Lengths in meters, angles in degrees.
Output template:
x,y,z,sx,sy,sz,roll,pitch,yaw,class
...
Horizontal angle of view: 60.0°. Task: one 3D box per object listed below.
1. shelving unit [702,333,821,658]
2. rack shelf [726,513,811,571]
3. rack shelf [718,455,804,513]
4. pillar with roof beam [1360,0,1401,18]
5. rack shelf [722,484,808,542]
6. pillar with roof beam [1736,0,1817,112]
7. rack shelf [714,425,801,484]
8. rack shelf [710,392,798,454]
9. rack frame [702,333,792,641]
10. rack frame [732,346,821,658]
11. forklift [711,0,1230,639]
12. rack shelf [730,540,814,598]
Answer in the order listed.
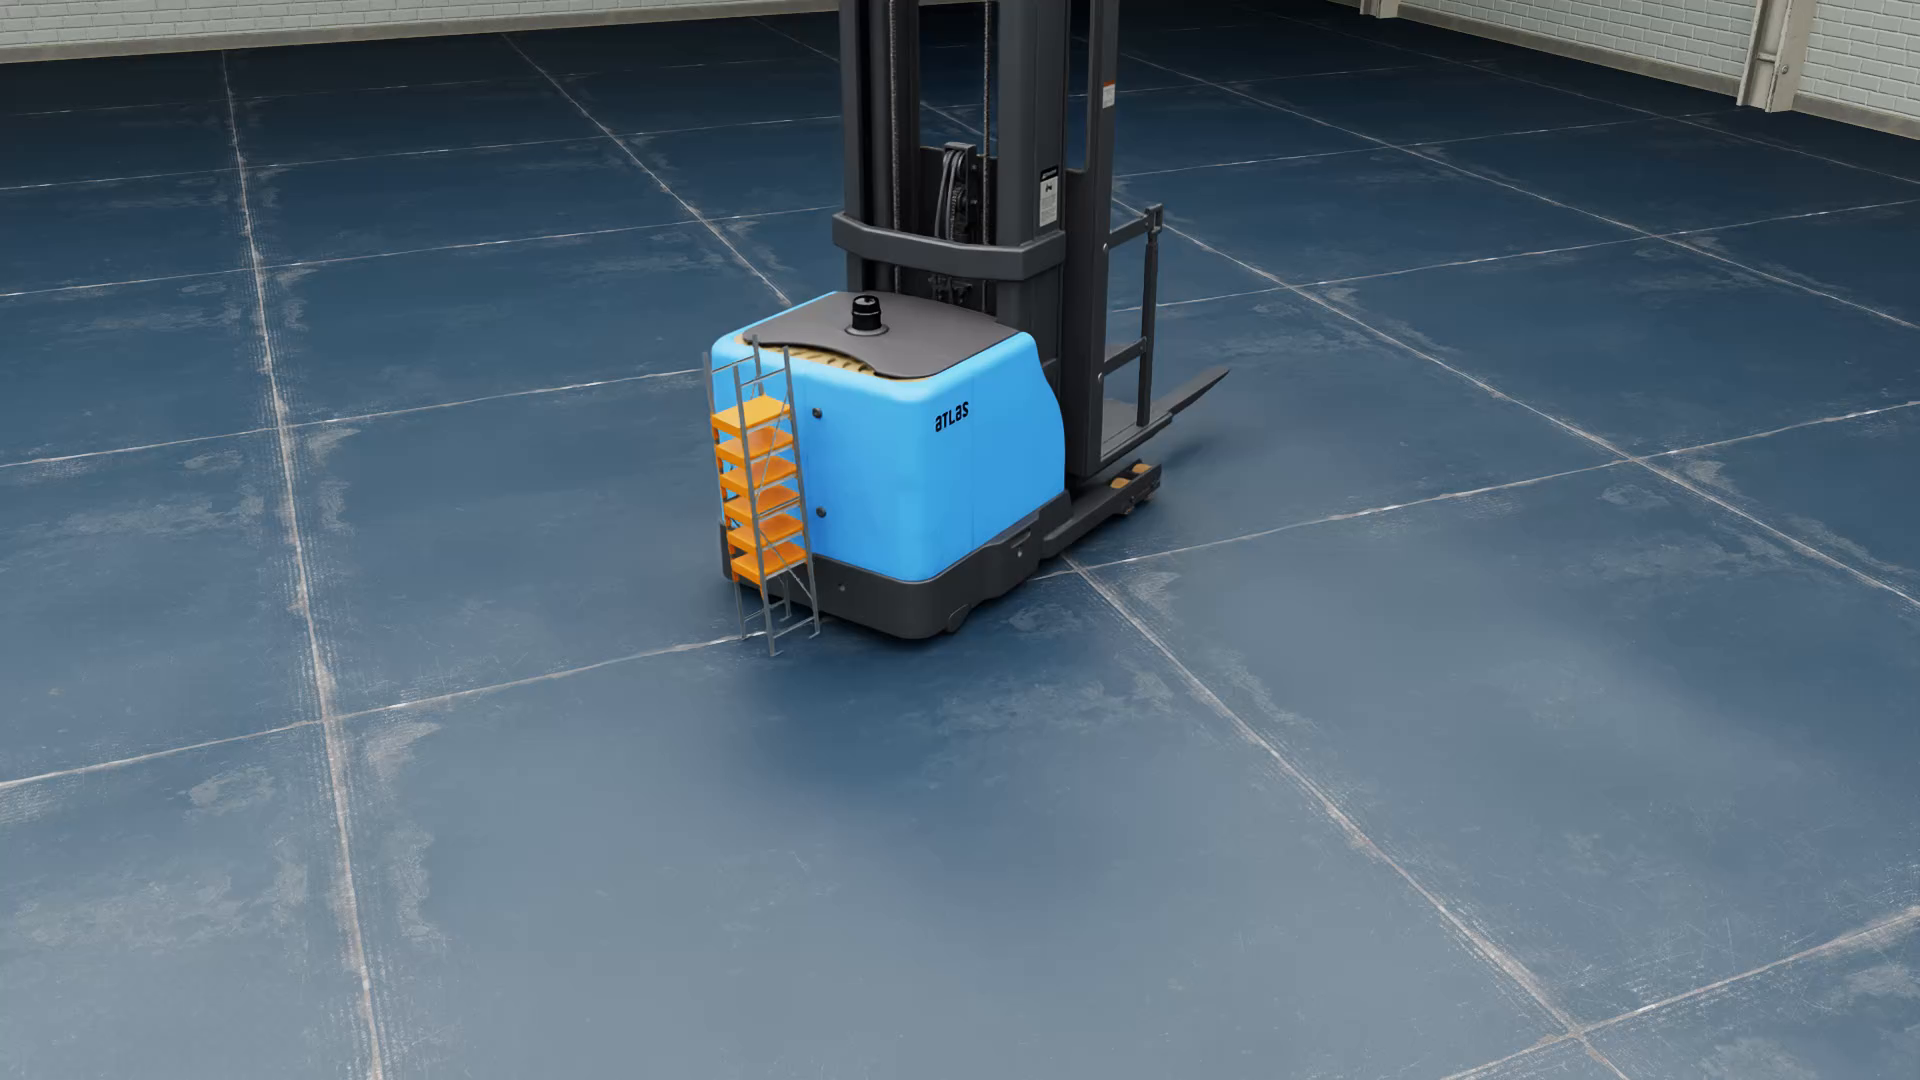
x,y,z,sx,sy,sz,roll,pitch,yaw,class
-0.727,-0.149,6.167,0.258,1.200,0.189,-26,36,-35,shelving unit
-0.718,-0.005,6.247,0.258,0.103,0.180,-26,36,-35,rack shelf
-0.731,-0.215,6.131,0.258,0.103,0.180,-26,36,-35,rack shelf
1.206,-9.771,17.006,9.100,9.000,0.400,-11,28,-21,pillar with roof beam
-0.724,-0.110,6.189,0.258,0.103,0.180,-26,36,-35,rack shelf
3.555,-7.349,12.045,9.100,9.000,0.400,-11,28,-21,pillar with roof beam
-0.738,-0.320,6.073,0.258,0.103,0.180,-26,36,-35,rack shelf
-0.744,-0.425,6.016,0.258,0.103,0.180,-26,36,-35,rack shelf
-0.789,-0.178,6.228,0.240,1.200,0.006,-26,36,-35,rack frame
-0.665,-0.120,6.107,0.240,1.200,0.006,-26,36,-35,rack frame
0.267,-1.536,7.055,1.130,2.935,3.031,17,31,30,forklift
-0.711,0.100,6.304,0.258,0.103,0.180,-26,36,-35,rack shelf
